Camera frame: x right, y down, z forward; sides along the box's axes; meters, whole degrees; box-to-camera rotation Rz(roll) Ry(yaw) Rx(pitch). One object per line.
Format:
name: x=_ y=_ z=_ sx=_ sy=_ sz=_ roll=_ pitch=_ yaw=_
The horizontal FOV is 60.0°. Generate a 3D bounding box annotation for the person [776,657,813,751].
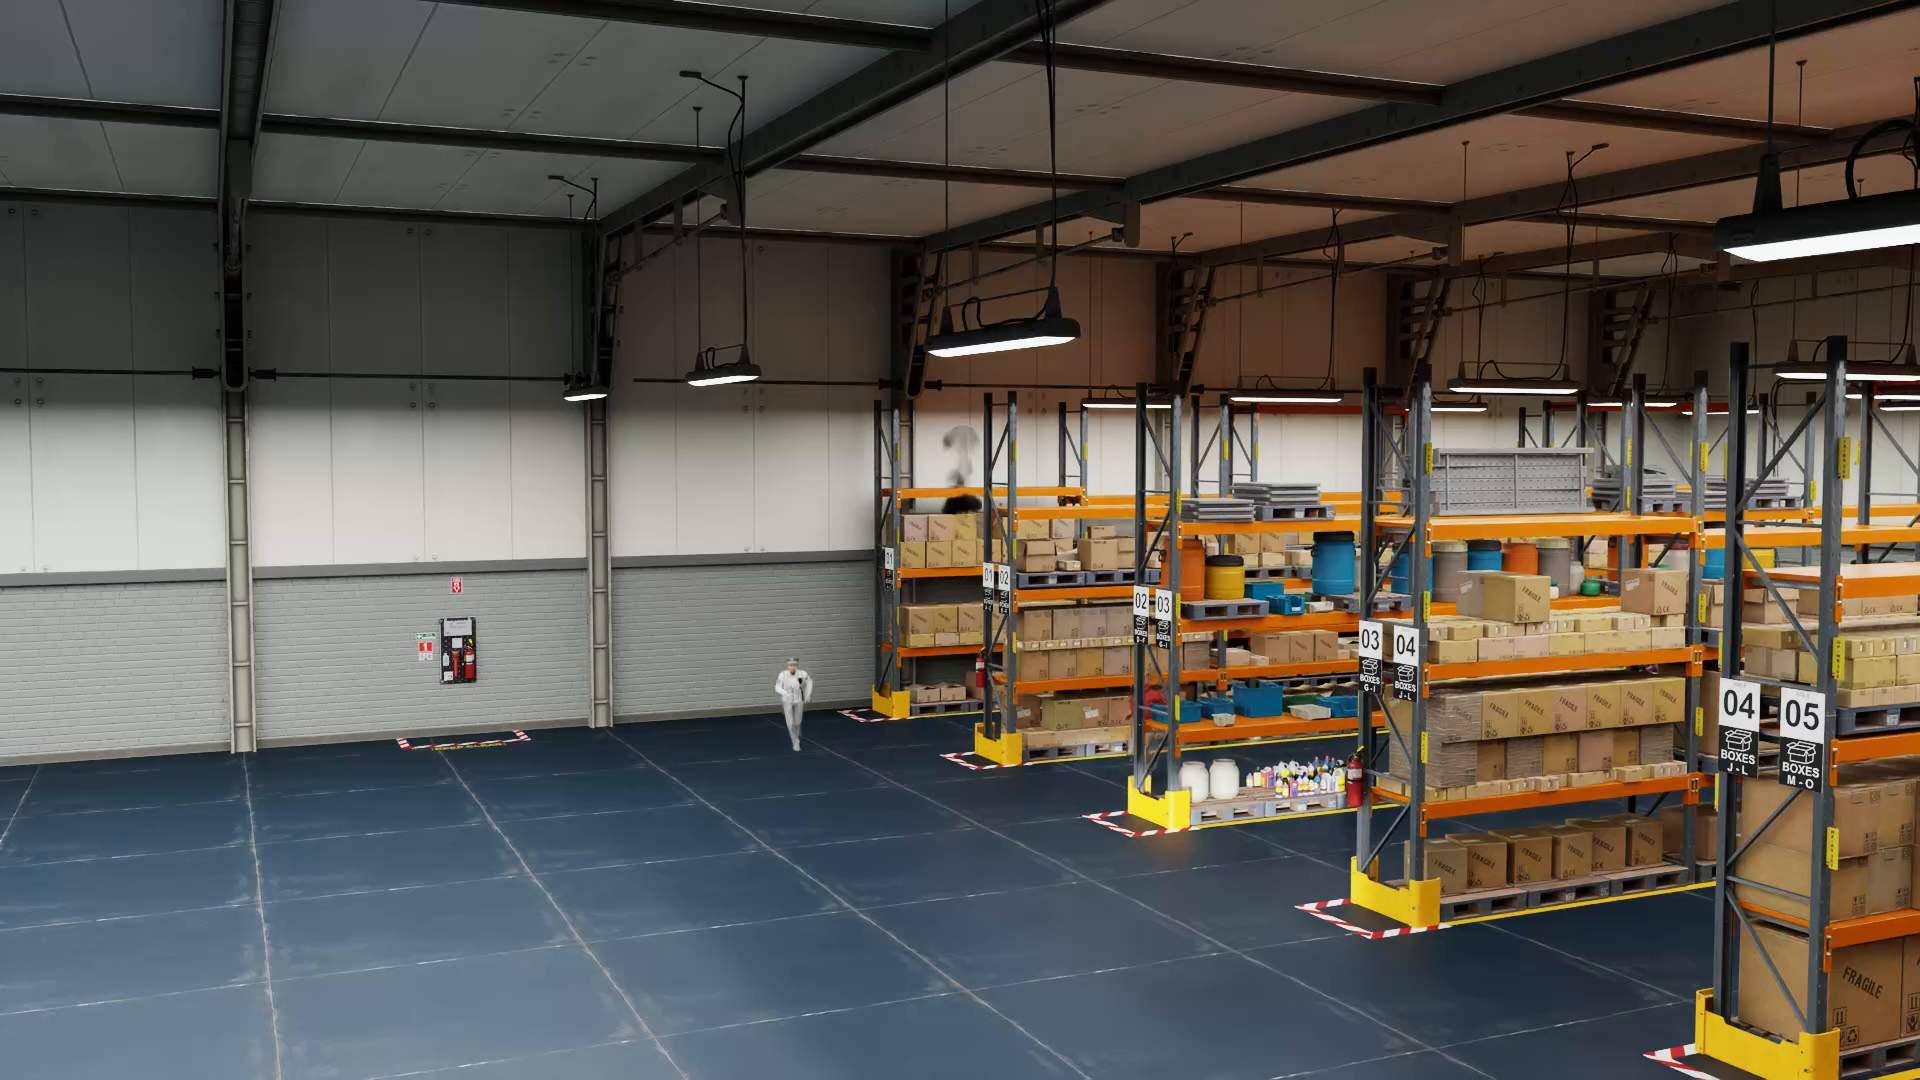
person: x=-2.789 y=2.748 z=27.940 sx=0.604 sy=1.616 sz=0.631 roll=0 pitch=3 yaw=-1

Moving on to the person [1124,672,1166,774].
person: x=2.829 y=2.847 z=25.327 sx=0.658 sy=1.683 sz=0.679 roll=3 pitch=5 yaw=44
